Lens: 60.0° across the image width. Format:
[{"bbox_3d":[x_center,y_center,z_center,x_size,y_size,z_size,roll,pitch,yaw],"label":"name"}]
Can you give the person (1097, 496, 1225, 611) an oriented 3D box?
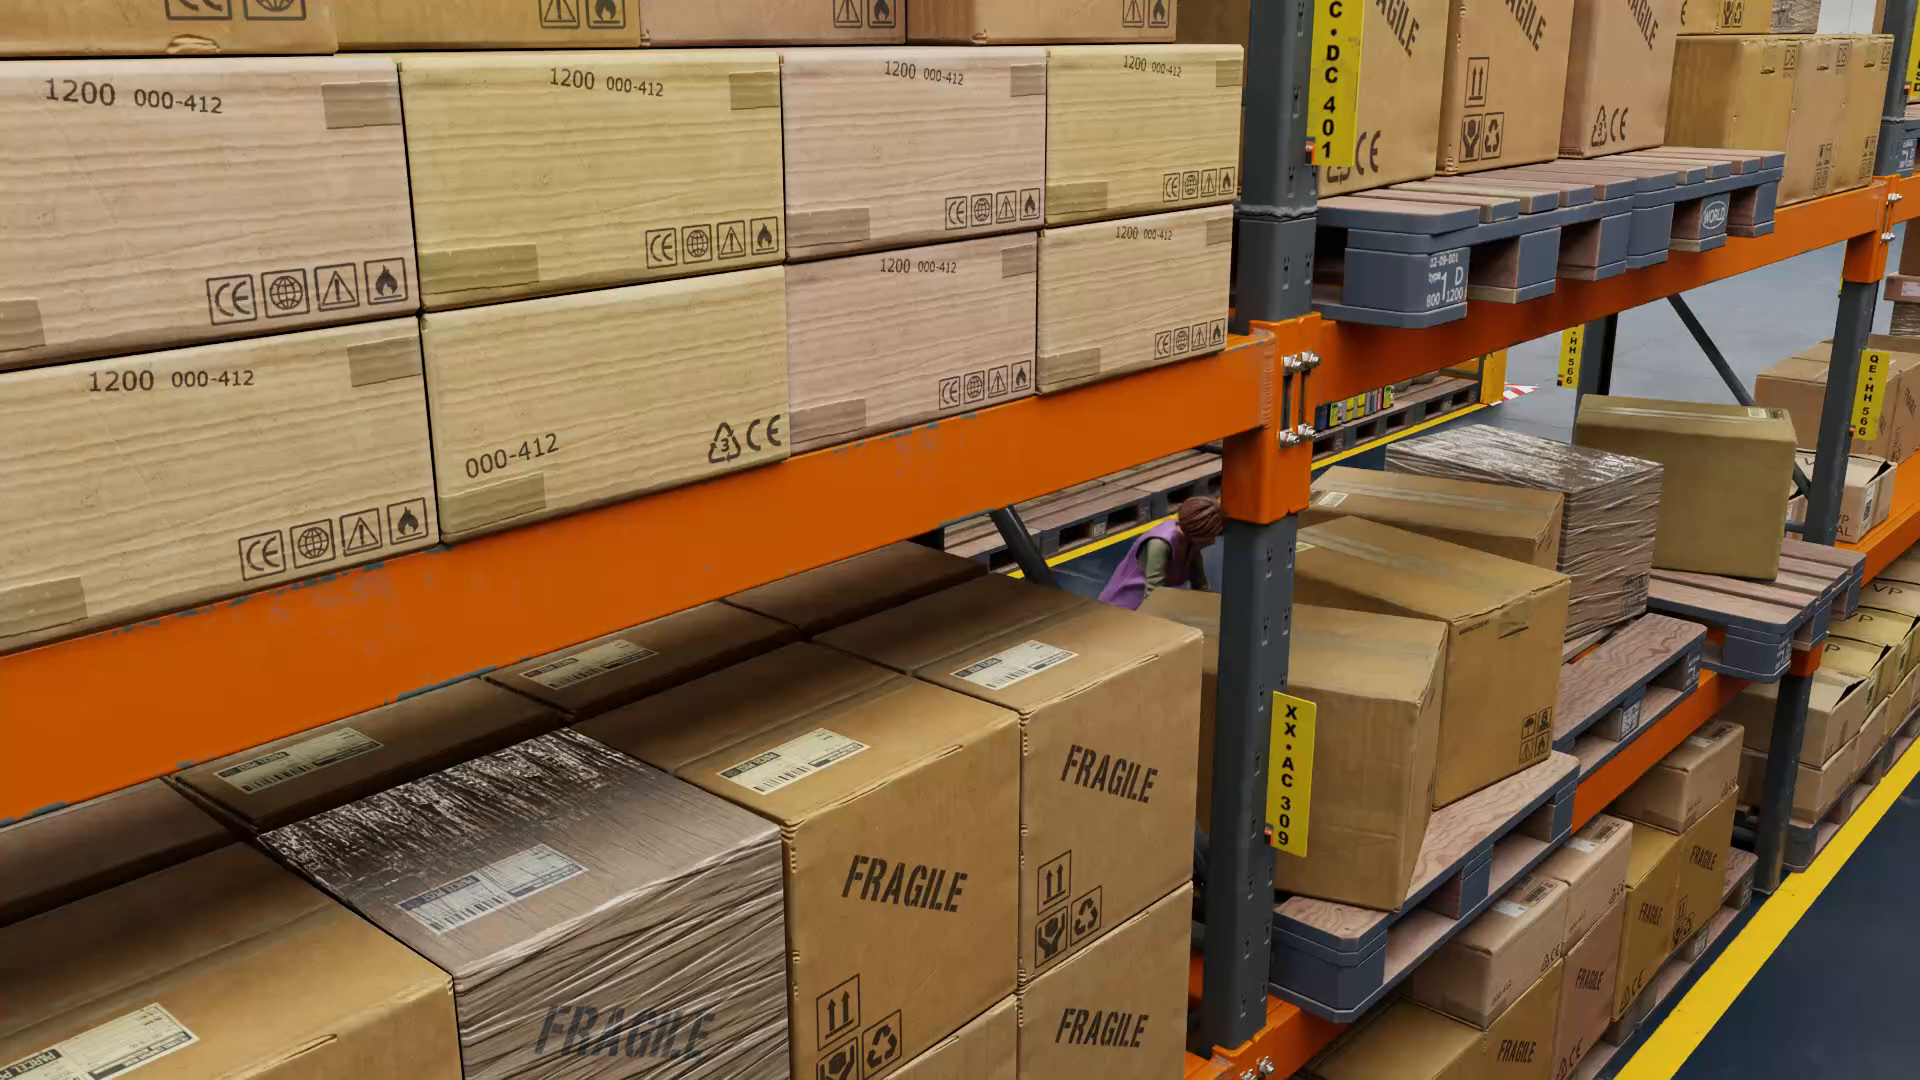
[{"bbox_3d":[0.928,0.418,7.670,0.621,1.336,0.461,15,23,40],"label":"person"}]
